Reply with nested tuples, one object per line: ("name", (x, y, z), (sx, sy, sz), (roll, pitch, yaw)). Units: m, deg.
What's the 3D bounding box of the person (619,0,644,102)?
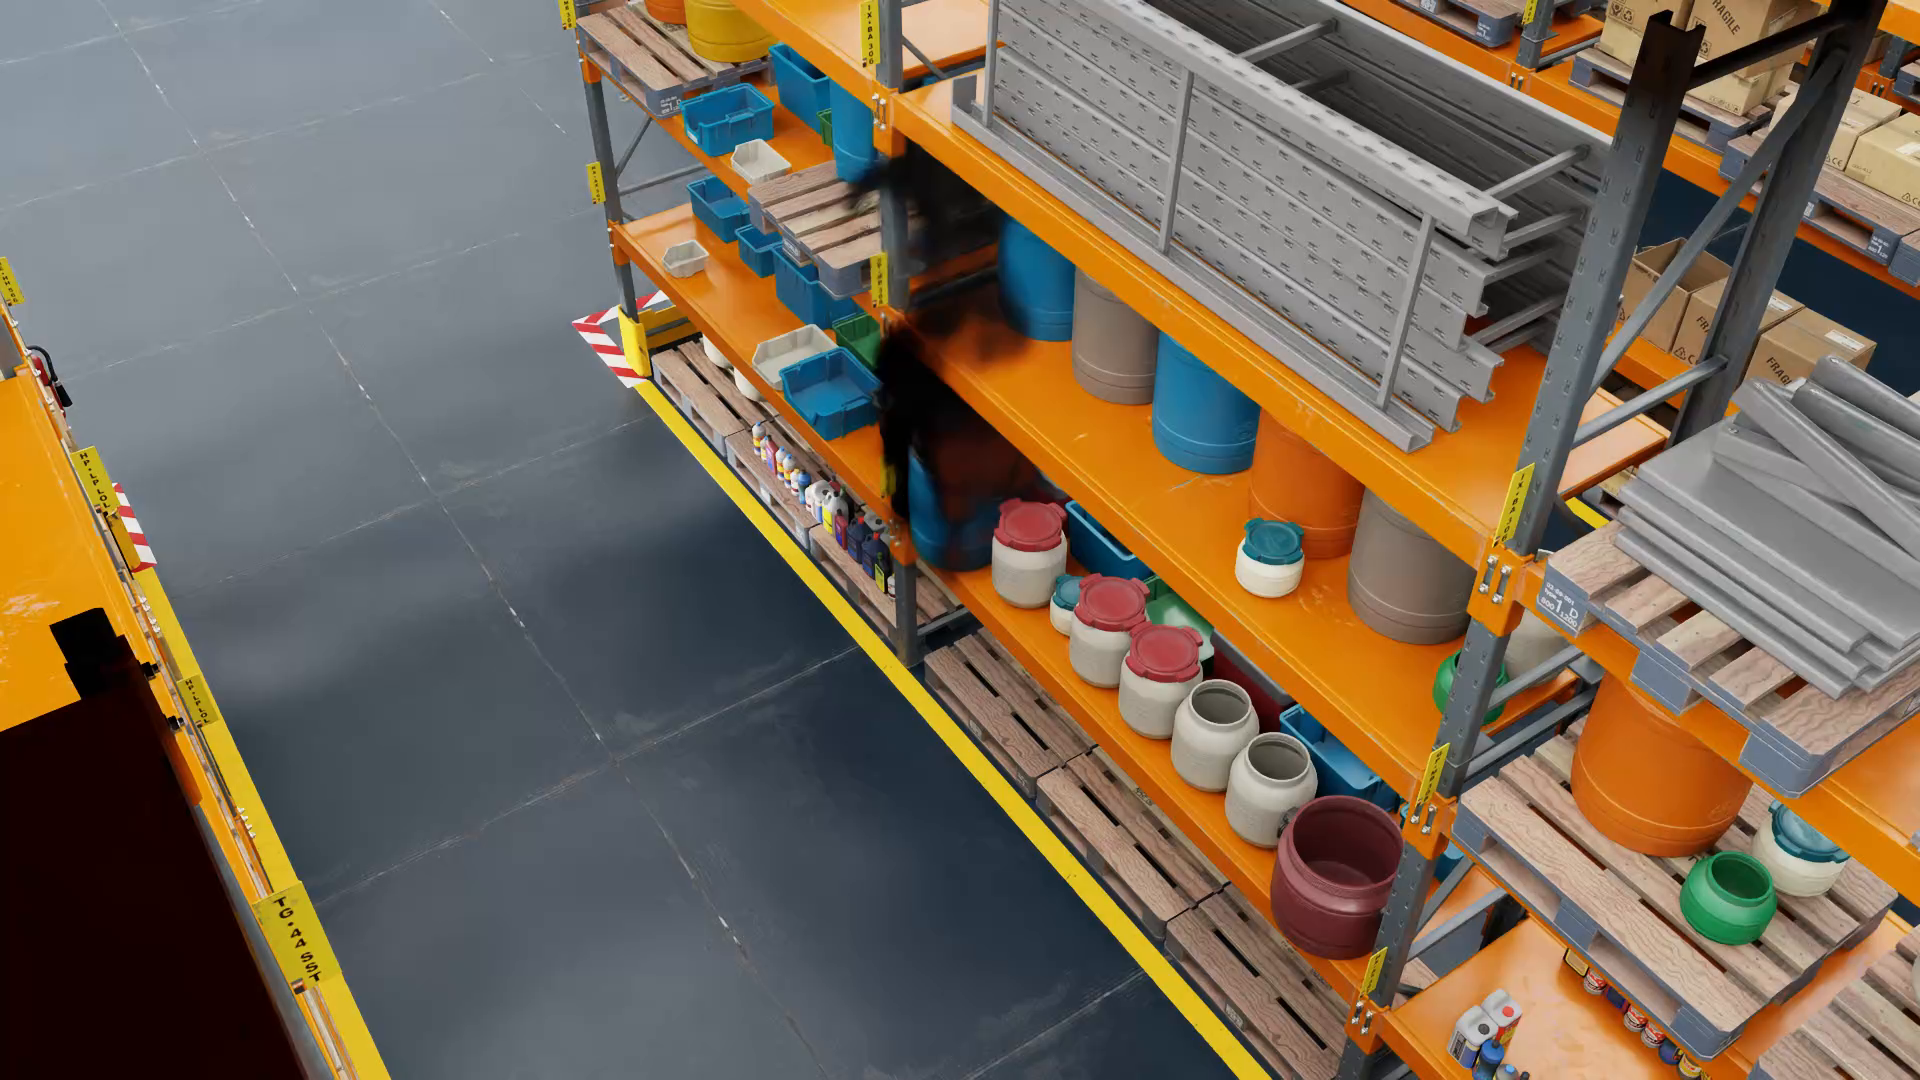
("person", (-2.956, -4.994, 16.015), (0.864, 1.620, 0.557), (-5, 43, -5))
